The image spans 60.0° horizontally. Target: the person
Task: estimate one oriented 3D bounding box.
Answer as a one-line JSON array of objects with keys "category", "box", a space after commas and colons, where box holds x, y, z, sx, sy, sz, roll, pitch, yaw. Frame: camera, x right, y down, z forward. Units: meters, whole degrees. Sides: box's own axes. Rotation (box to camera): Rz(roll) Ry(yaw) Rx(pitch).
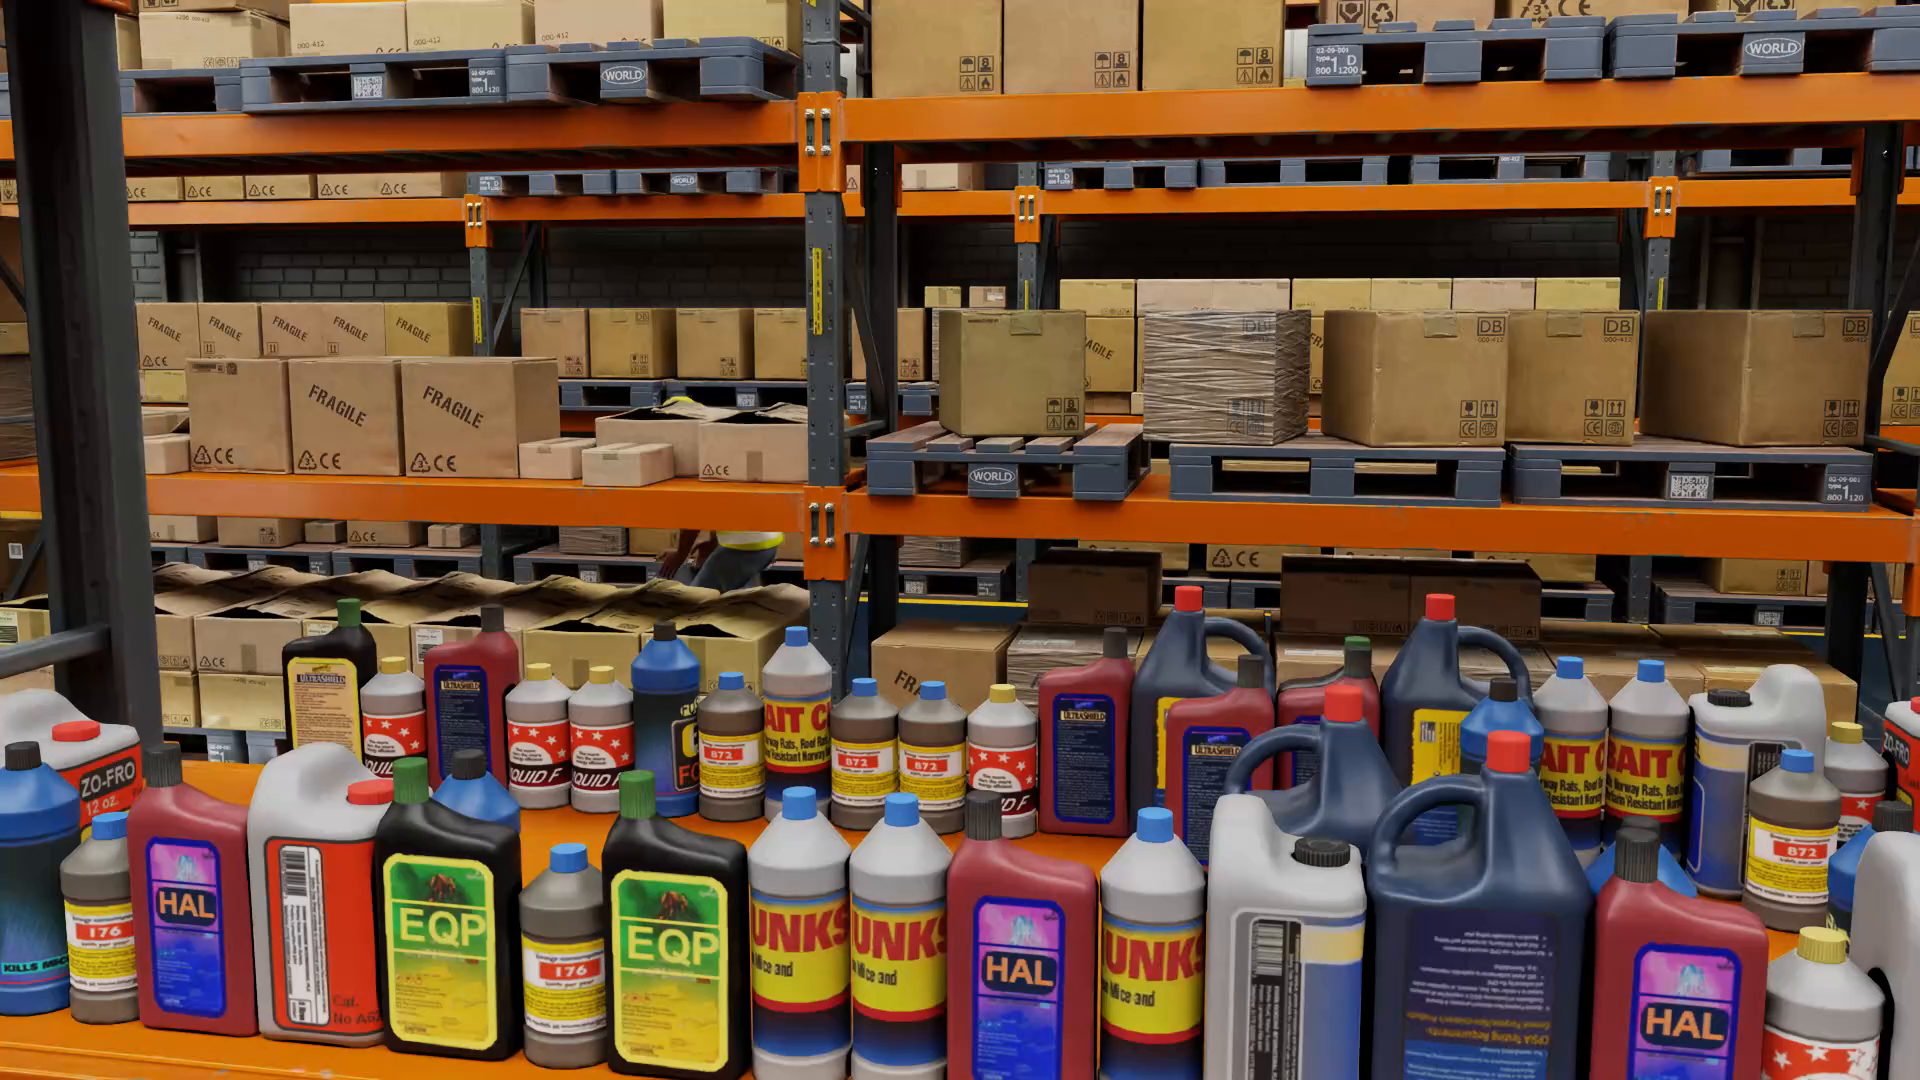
[{"category": "person", "box": [-1.272, 0.028, 8.752, 0.644, 1.568, 0.622, 2, 8, 11]}]
